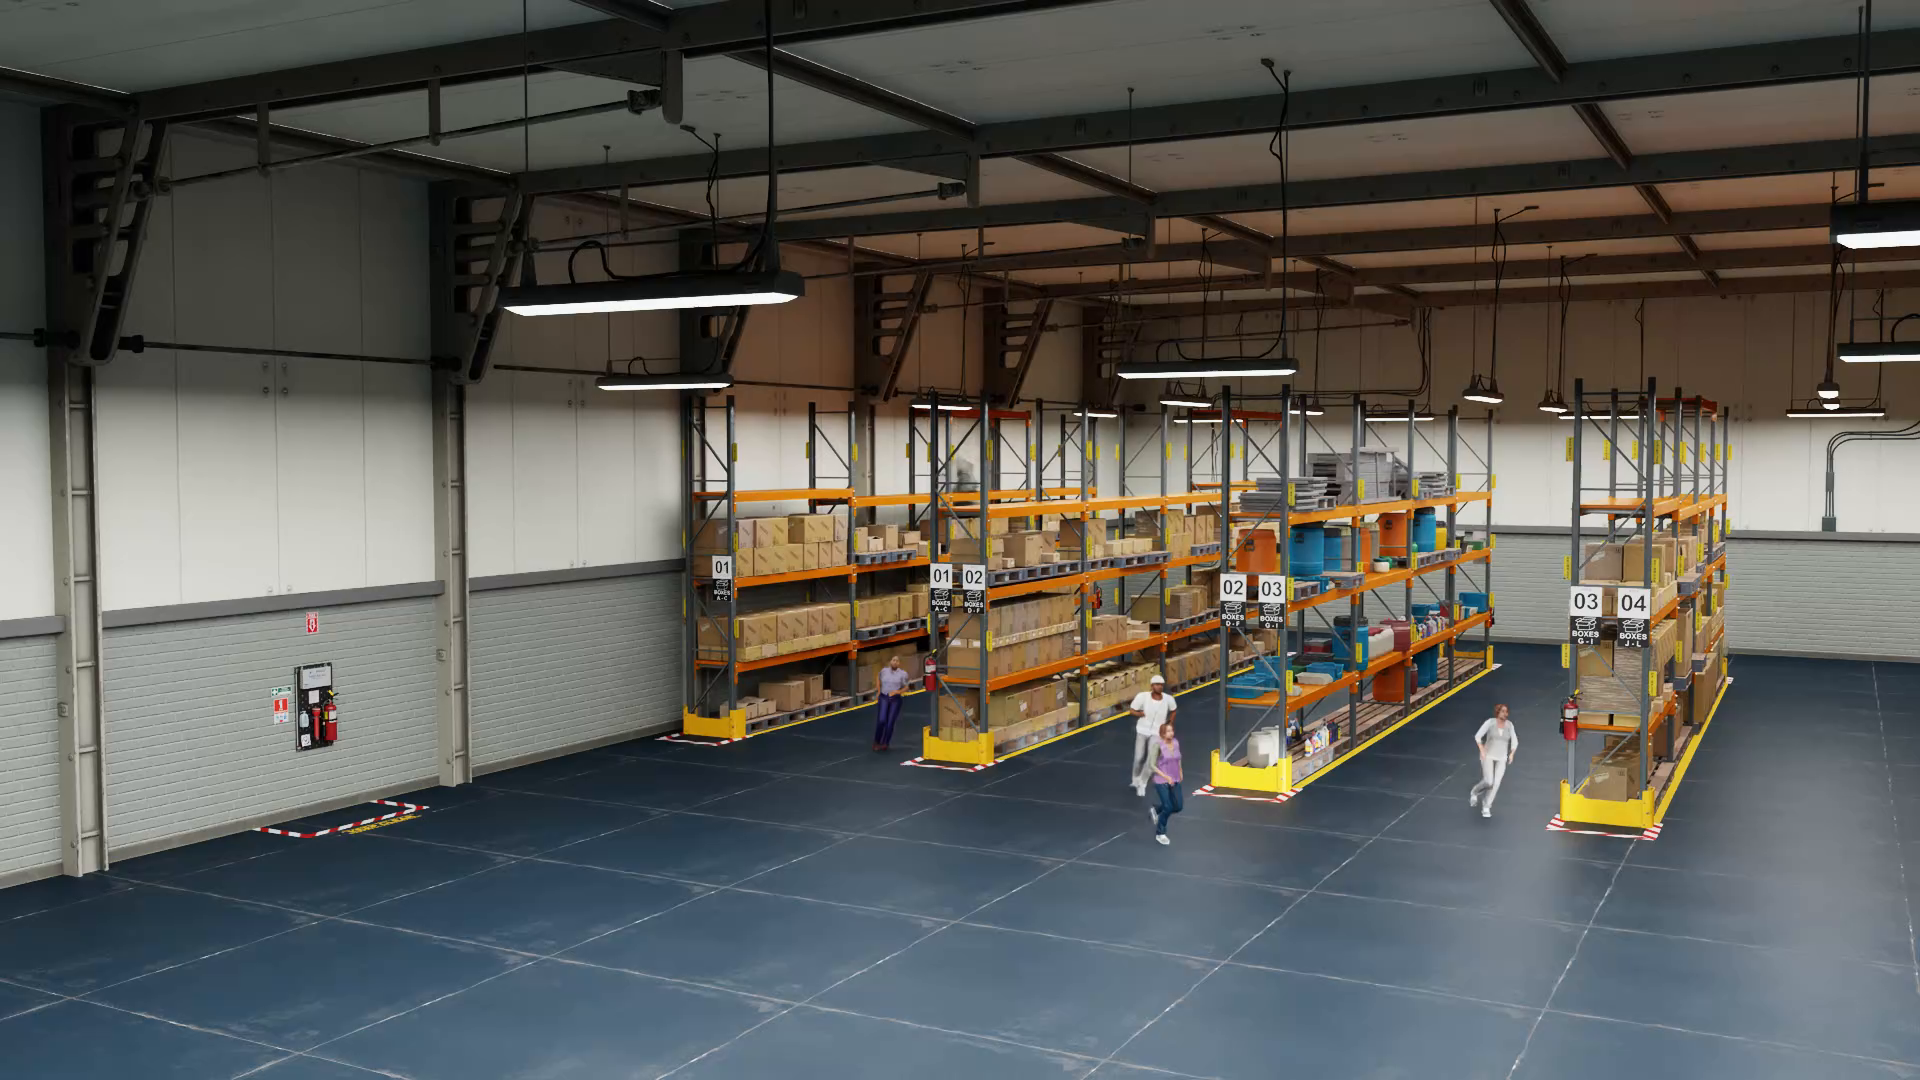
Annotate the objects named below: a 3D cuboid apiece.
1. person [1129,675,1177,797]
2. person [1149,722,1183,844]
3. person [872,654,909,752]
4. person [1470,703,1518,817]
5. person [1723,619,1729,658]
[{"bbox_3d":[2.824,2.859,24.373,0.703,1.783,0.713,0,3,8],"label":"person"},{"bbox_3d":[2.648,3.118,21.353,0.561,1.545,0.608,-2,3,-30],"label":"person"},{"bbox_3d":[-1.158,2.744,27.891,0.619,1.639,0.620,0,3,2],"label":"person"},{"bbox_3d":[7.404,3.022,22.988,0.583,1.550,0.524,0,3,0],"label":"person"},{"bbox_3d":[16.934,2.187,37.349,0.617,1.708,0.763,2,4,37],"label":"person"}]
